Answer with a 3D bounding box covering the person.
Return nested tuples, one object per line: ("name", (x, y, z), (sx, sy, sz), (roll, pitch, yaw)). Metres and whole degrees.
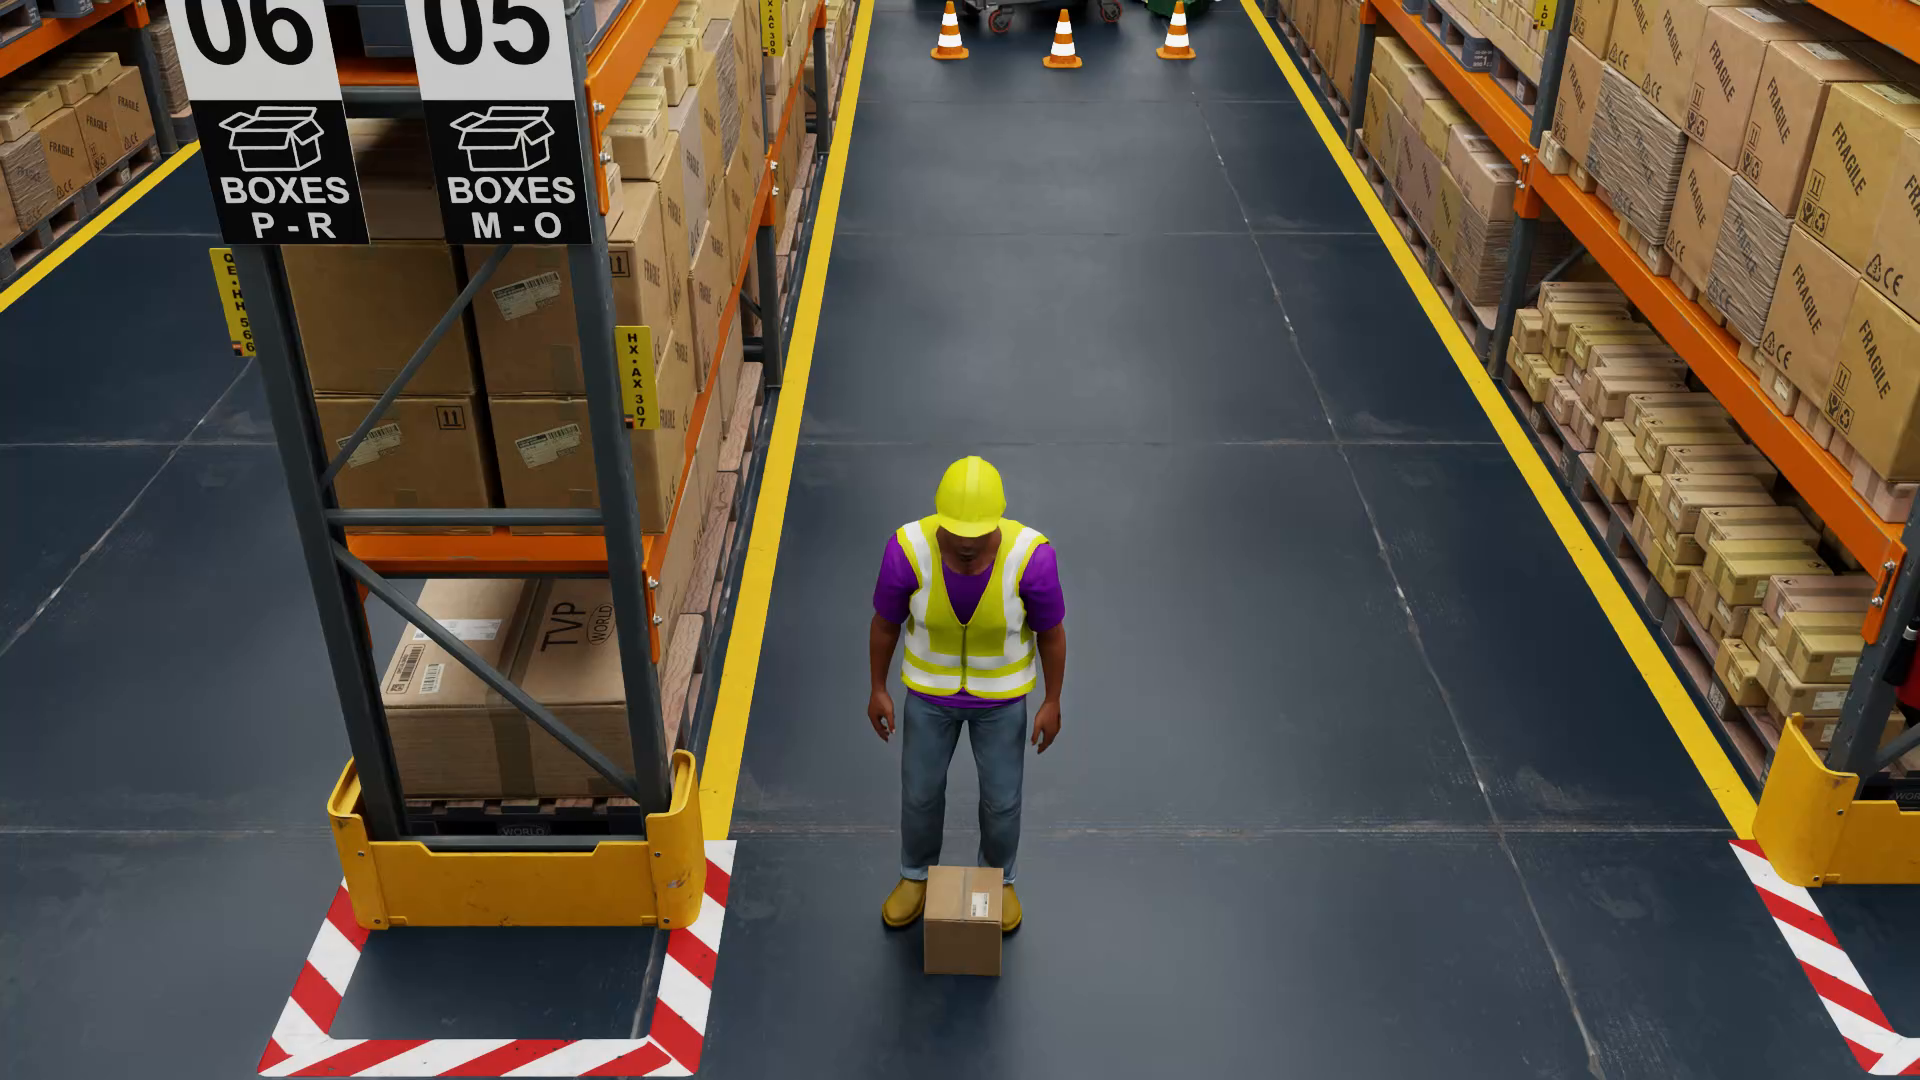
("person", (0.017, 0.496, 5.303), (0.628, 1.761, 0.457), (3, 31, 5))
